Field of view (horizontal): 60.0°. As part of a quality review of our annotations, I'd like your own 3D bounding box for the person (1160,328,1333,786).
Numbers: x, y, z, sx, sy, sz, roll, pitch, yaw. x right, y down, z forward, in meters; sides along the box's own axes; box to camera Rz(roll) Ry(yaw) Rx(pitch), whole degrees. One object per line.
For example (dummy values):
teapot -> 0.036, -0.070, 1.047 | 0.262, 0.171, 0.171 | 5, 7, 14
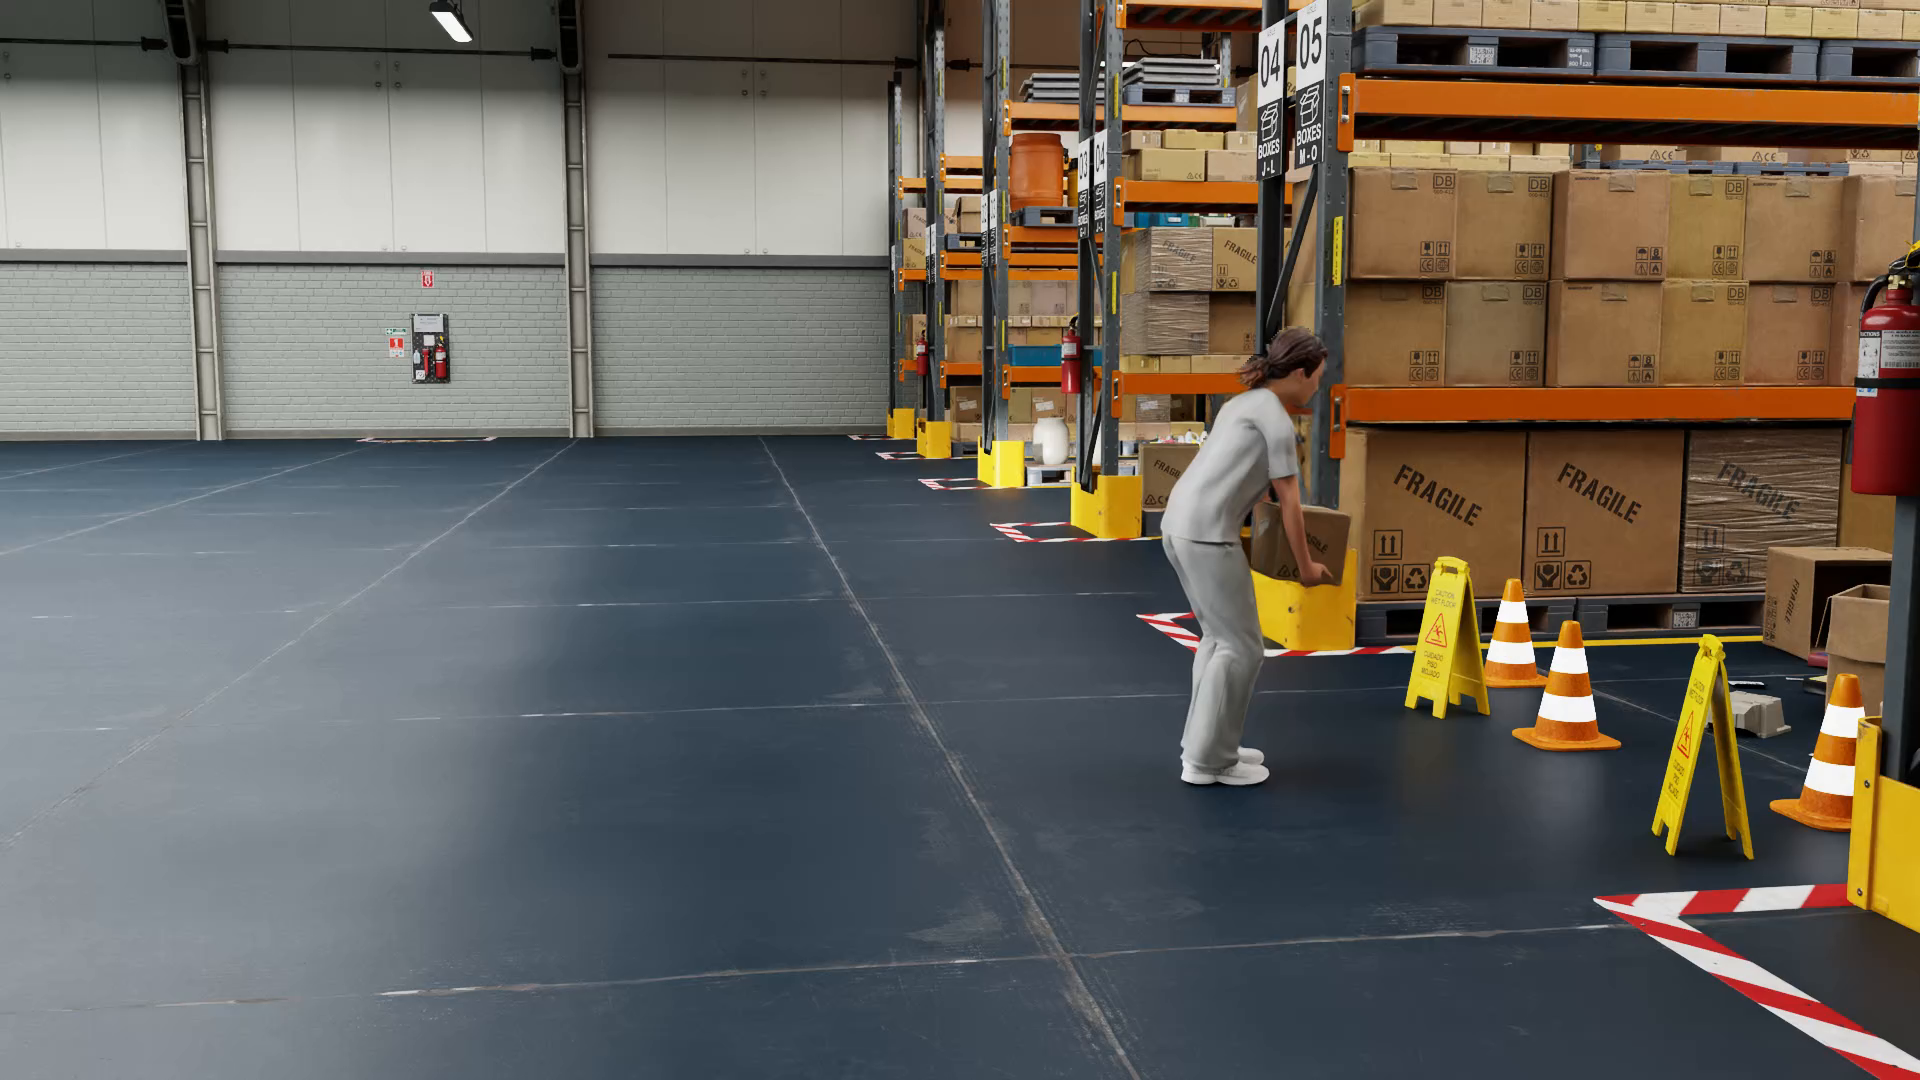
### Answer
person -> 0.994, 0.051, 5.825 | 0.576, 1.575, 0.410 | -1, 7, -10
